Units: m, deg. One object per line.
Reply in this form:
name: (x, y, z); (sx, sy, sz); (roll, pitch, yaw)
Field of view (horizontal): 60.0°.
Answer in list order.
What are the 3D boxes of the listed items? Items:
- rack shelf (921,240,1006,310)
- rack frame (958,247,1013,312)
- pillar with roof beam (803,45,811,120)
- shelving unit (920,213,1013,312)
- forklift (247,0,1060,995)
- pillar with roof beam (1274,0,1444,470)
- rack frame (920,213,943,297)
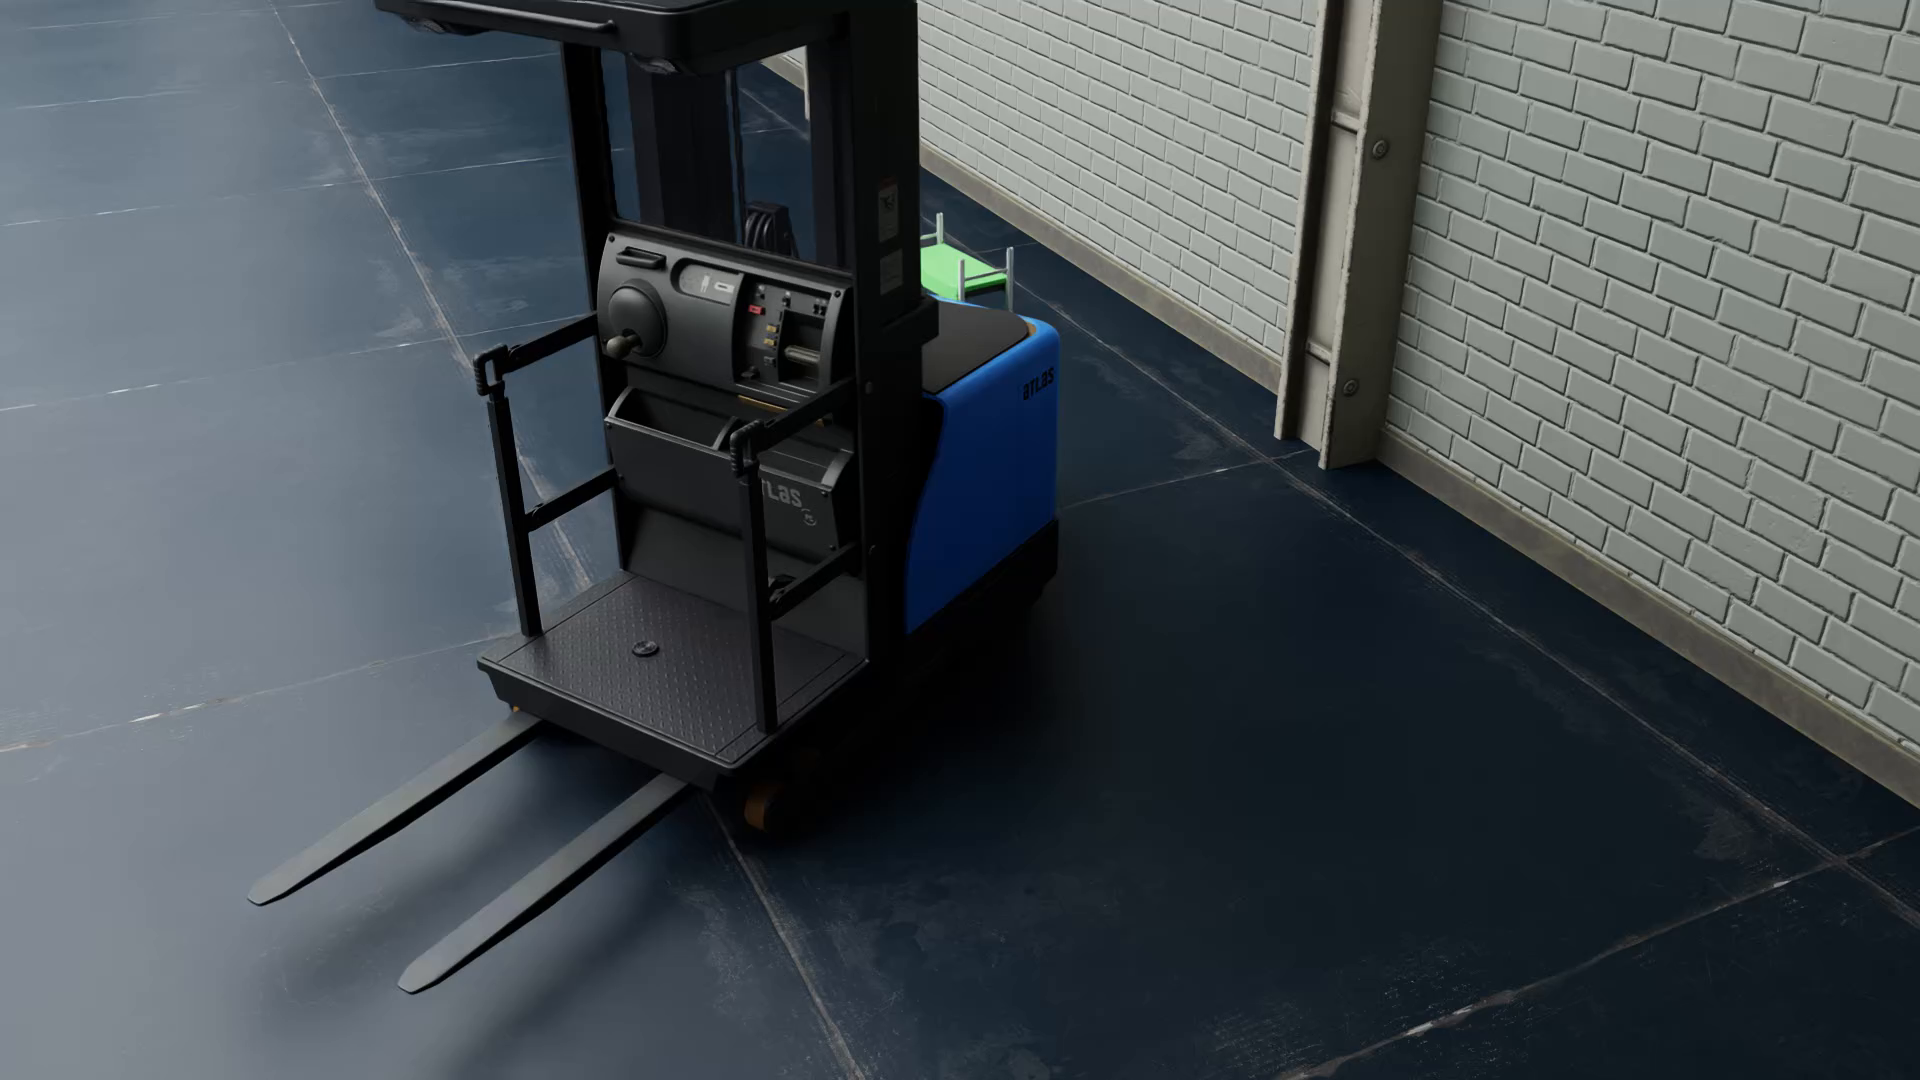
rack shelf: (-0.037, -1.008, 6.469); (0.258, 0.148, 0.480); (-18, 34, -29)
rack frame: (0.097, -0.545, 6.495); (0.240, 1.200, 0.015); (-18, 34, -29)
pillar with roof beam: (-4.808, -6.096, 8.421); (9.100, 9.000, 0.400); (-13, 32, -22)
shelving unit: (-0.037, -0.645, 6.673); (0.258, 1.200, 0.503); (-18, 34, -29)
forklift: (-0.851, -0.638, 4.891); (1.130, 2.935, 3.031); (18, 34, 28)
pillar with roof beam: (-2.232, -3.446, 3.694); (9.100, 9.000, 0.400); (-13, 32, -22)
rack frame: (-0.171, -0.744, 6.851); (0.240, 1.200, 0.015); (-18, 34, -29)
